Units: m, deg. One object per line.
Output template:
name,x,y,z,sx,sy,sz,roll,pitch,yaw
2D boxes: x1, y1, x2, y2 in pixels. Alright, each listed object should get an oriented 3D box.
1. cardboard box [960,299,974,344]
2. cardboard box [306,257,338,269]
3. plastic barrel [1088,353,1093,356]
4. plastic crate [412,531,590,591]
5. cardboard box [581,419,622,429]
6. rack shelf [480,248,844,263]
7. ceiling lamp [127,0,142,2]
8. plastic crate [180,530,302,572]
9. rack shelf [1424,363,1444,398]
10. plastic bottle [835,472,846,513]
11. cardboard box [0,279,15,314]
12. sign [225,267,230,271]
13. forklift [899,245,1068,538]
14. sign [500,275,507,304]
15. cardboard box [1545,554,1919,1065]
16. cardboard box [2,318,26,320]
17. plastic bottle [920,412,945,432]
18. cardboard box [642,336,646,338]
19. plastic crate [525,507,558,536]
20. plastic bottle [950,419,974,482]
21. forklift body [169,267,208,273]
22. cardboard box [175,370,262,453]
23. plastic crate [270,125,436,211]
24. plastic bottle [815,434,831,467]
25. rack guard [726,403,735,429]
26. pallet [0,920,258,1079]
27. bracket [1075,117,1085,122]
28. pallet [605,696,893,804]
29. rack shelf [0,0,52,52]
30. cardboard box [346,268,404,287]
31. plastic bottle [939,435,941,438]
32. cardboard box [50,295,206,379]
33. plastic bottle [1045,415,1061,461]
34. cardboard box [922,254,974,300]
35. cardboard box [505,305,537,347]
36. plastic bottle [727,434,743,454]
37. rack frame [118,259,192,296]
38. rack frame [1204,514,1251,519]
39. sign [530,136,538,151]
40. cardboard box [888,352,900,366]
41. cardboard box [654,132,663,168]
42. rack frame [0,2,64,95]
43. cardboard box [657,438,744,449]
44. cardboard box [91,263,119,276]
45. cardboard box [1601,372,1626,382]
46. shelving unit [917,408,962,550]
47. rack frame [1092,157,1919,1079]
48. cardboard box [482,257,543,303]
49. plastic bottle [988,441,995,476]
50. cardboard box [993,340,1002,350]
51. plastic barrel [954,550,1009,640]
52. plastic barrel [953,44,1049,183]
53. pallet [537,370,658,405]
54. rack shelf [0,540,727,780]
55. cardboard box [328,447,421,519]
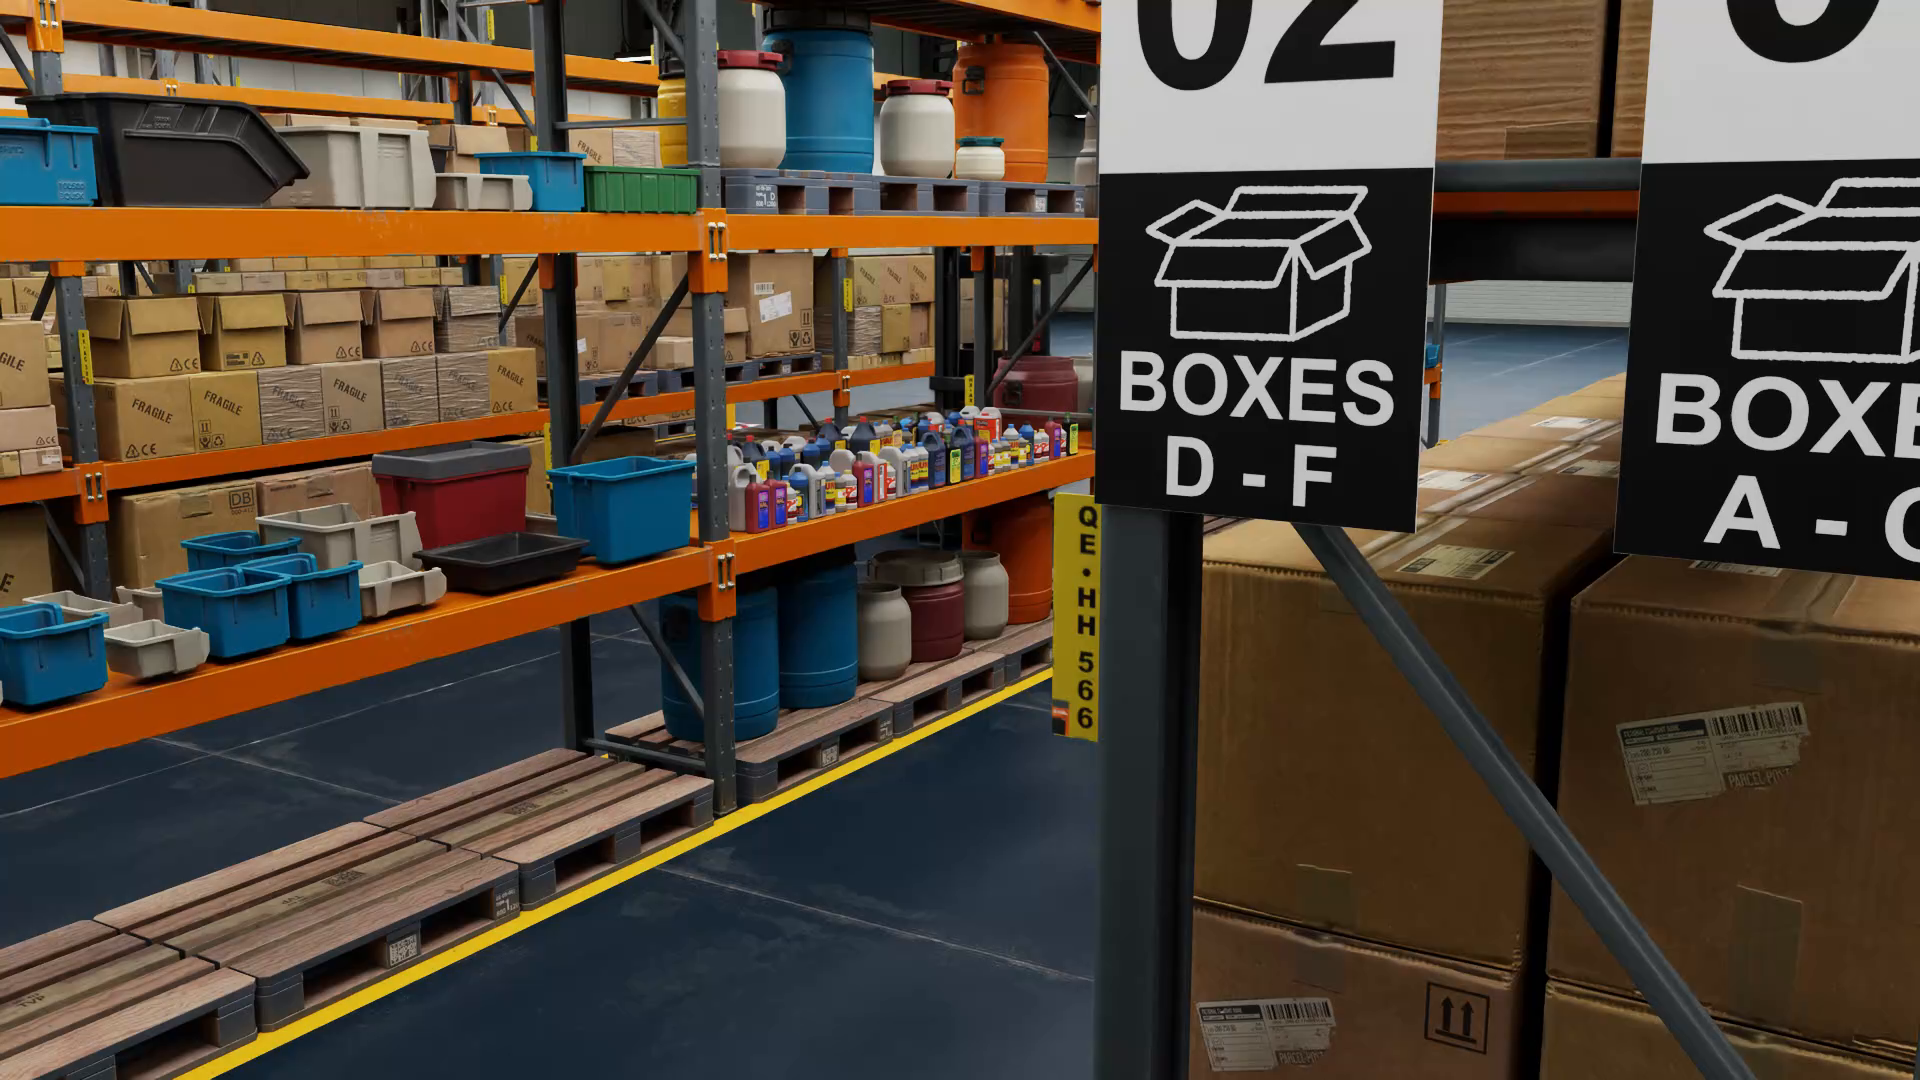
cardboard box,-0.290,-2.527,19.133,0.875,0.500,0.500,6,12,31
cardboard box,-9.093,-3.787,23.150,0.700,0.500,0.500,6,12,29
plastic barrel,1.122,-1.152,12.566,0.421,0.512,0.421,0,11,0
plastic crate,-1.876,0.088,6.831,0.437,0.125,0.590,6,12,31
cardboard box,-4.940,-1.837,21.162,0.875,0.875,0.875,6,12,31
rack shelf,-2.643,-2.757,15.247,1.077,0.370,4.000,6,12,31
ceiling lamp,-12.368,-9.001,22.629,0.800,3.185,2.000,6,12,31
plastic crate,-2.754,0.115,6.394,0.416,0.233,0.300,6,12,31
rack shelf,3.667,-1.438,16.356,1.077,0.370,4.000,6,12,31
plastic bottle,-0.635,-0.247,8.574,0.097,0.201,0.097,0,11,0
cardboard box,-11.455,-2.801,19.460,0.500,0.500,0.500,7,13,34
sign,-9.598,-3.414,21.807,0.100,0.325,0.005,6,12,31
forklift,0.387,-1.677,15.859,1.130,2.935,3.031,4,11,18
sign,-5.322,-2.920,19.385,0.100,0.325,0.005,6,12,31
cardboard box,1.086,0.298,2.135,0.500,0.500,0.500,7,13,32
cardboard box,-8.404,-1.863,14.592,0.380,0.149,0.250,7,13,33
plastic bottle,-0.189,-0.678,10.673,0.152,0.276,0.135,6,12,31
cardboard box,-3.046,-1.750,15.289,0.396,0.266,0.258,6,12,29
plastic crate,-1.889,-0.060,7.589,0.396,0.136,0.243,6,12,31
plastic bottle,-0.005,-0.519,9.623,0.144,0.351,0.185,6,12,31
forklift body,-11.667,-3.110,25.638,2.313,2.155,1.214,6,12,31
cardboard box,-5.045,-0.869,11.089,0.500,0.500,0.500,6,12,31
plastic crate,-2.187,-1.325,5.968,0.437,0.282,0.530,6,12,31
plastic bottle,-0.797,-0.479,9.627,0.097,0.271,0.097,0,11,0
rack guard,-3.702,-1.845,23.363,1.175,0.500,0.348,6,12,31
pallet,-3.140,1.654,5.458,1.003,0.211,1.213,6,12,31
bracket,3.951,-13.817,54.437,0.235,0.232,0.430,6,12,31
pallet,-1.089,1.034,8.772,1.003,0.211,1.213,6,12,31
rack shelf,-6.796,-2.777,8.287,1.077,0.370,4.000,6,12,31
cardboard box,-6.572,-2.742,18.374,0.700,0.500,0.500,6,12,31
plastic bottle,-0.104,-0.463,9.506,0.061,0.283,0.133,6,12,31
cardboard box,-5.433,-1.336,10.856,0.797,0.503,0.637,6,12,29
plastic bottle,0.587,-0.650,10.508,0.061,0.283,0.133,6,12,31
cardboard box,-0.119,-2.999,18.939,0.500,0.500,0.500,6,12,31
cardboard box,-5.610,-2.573,20.055,0.875,0.550,0.550,6,12,31
plastic bottle,-1.231,-0.400,8.988,0.144,0.351,0.185,6,12,31
rack frame,-7.868,-1.811,16.393,1.000,3.000,0.127,6,12,31
rack frame,2.629,-1.477,14.609,1.000,3.000,0.127,6,12,31
sign,-1.994,-1.751,7.894,0.100,0.325,0.005,6,12,31
cardboard box,-0.867,-1.953,17.829,0.380,0.149,0.250,6,12,31
cardboard box,-2.696,-3.299,14.559,0.500,0.500,0.500,6,12,29
rack frame,-5.758,-3.641,9.864,1.000,3.000,0.127,6,12,31
cardboard box,-2.495,-0.683,15.960,0.700,0.500,0.500,5,12,26
cardboard box,-10.590,-3.369,20.728,0.380,0.149,0.250,6,12,28
cardboard box,2.222,-0.239,5.004,0.500,0.500,0.500,7,13,32
shelving unit,-0.154,-0.512,14.344,0.258,1.200,0.503,5,12,25
rack frame,0.630,0.884,1.998,1.000,3.000,0.127,6,12,31
cardboard box,-5.384,-3.197,20.453,0.875,0.550,0.550,6,12,31
plastic bottle,0.157,-0.487,9.856,0.097,0.201,0.097,0,11,0
cardboard box,0.285,-2.308,19.729,0.380,0.149,0.250,6,12,31
plastic barrel,0.096,0.344,10.500,0.421,0.512,0.421,0,11,0
plastic barrel,0.255,-2.651,10.419,0.600,0.830,0.708,6,12,31
pallet,-3.402,-1.350,14.447,1.213,0.211,1.003,6,12,31
rack shelf,-2.563,0.449,6.275,1.077,0.370,4.000,6,12,31
cardboard box,-4.527,-0.238,12.619,1.225,0.875,0.875,6,12,31
